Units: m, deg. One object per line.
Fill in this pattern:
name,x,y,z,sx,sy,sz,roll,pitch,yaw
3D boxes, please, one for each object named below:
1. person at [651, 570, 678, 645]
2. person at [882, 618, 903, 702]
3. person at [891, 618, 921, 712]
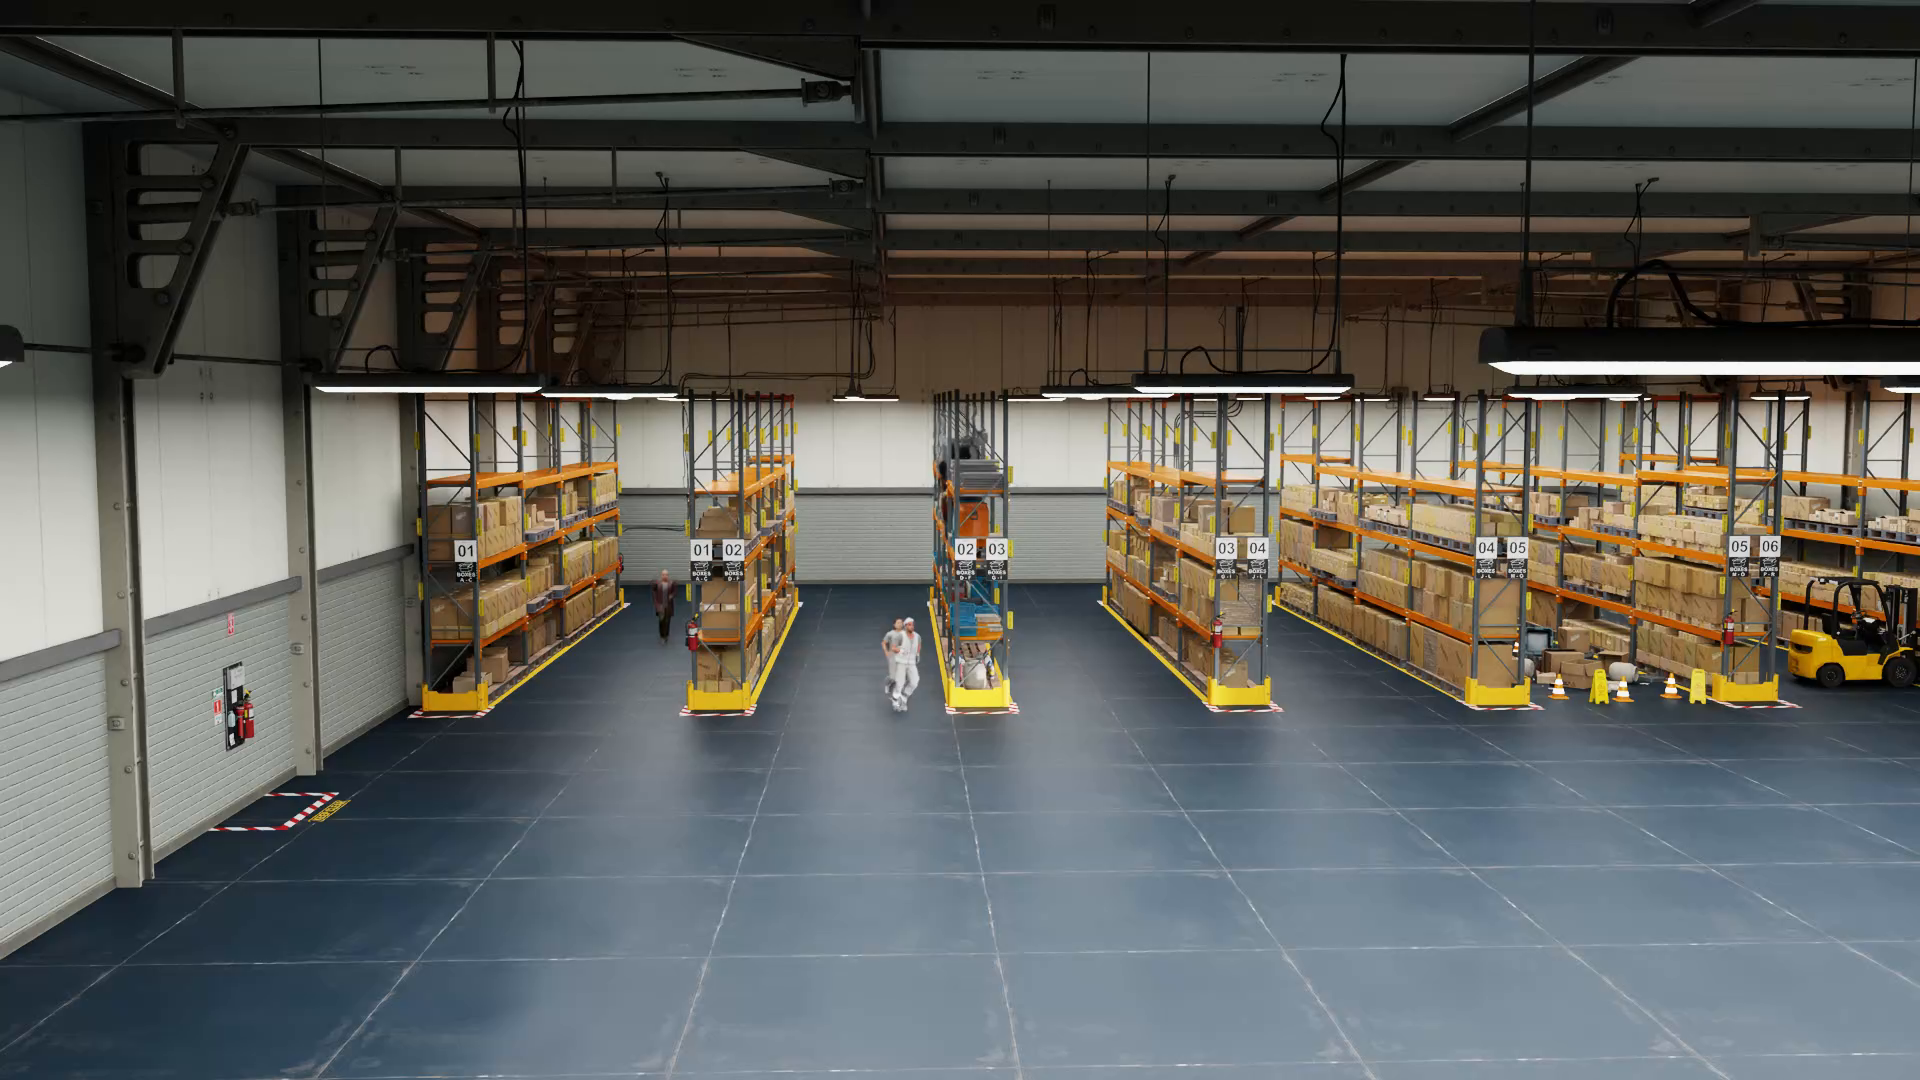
person,-7.058,1.612,39.791,0.613,1.815,0.909,-1,5,-18
person,-1.212,2.306,32.139,0.553,1.622,0.551,-1,5,-14
person,-0.957,2.326,30.933,0.660,1.768,0.661,-2,5,-23
